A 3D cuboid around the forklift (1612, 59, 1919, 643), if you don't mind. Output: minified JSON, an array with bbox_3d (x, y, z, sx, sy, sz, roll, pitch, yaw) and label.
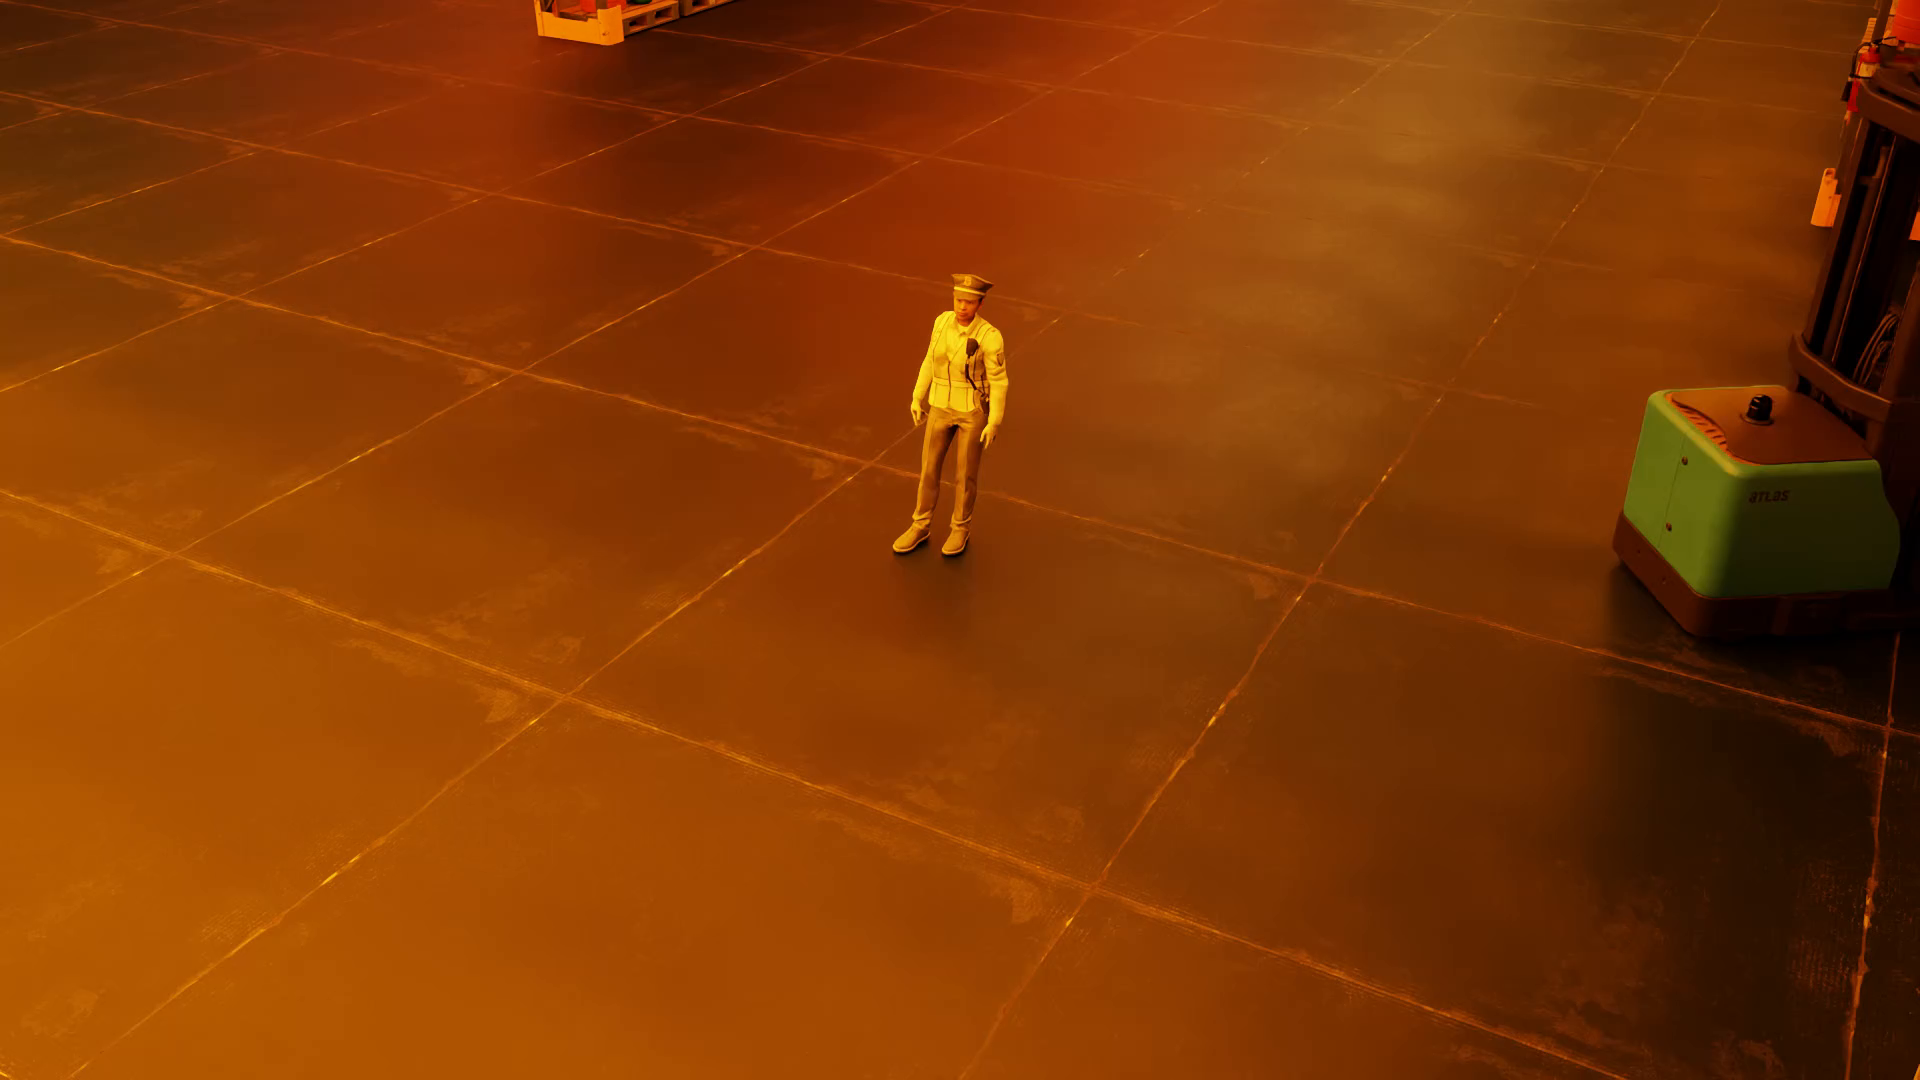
[{"bbox_3d":[5.385,-1.019,8.836,3.031,2.935,1.130,-3,30,-5],"label":"forklift"}]

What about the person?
[{"bbox_3d":[-0.040,-0.712,9.526,0.586,1.694,0.530,15,33,25],"label":"person"}]
